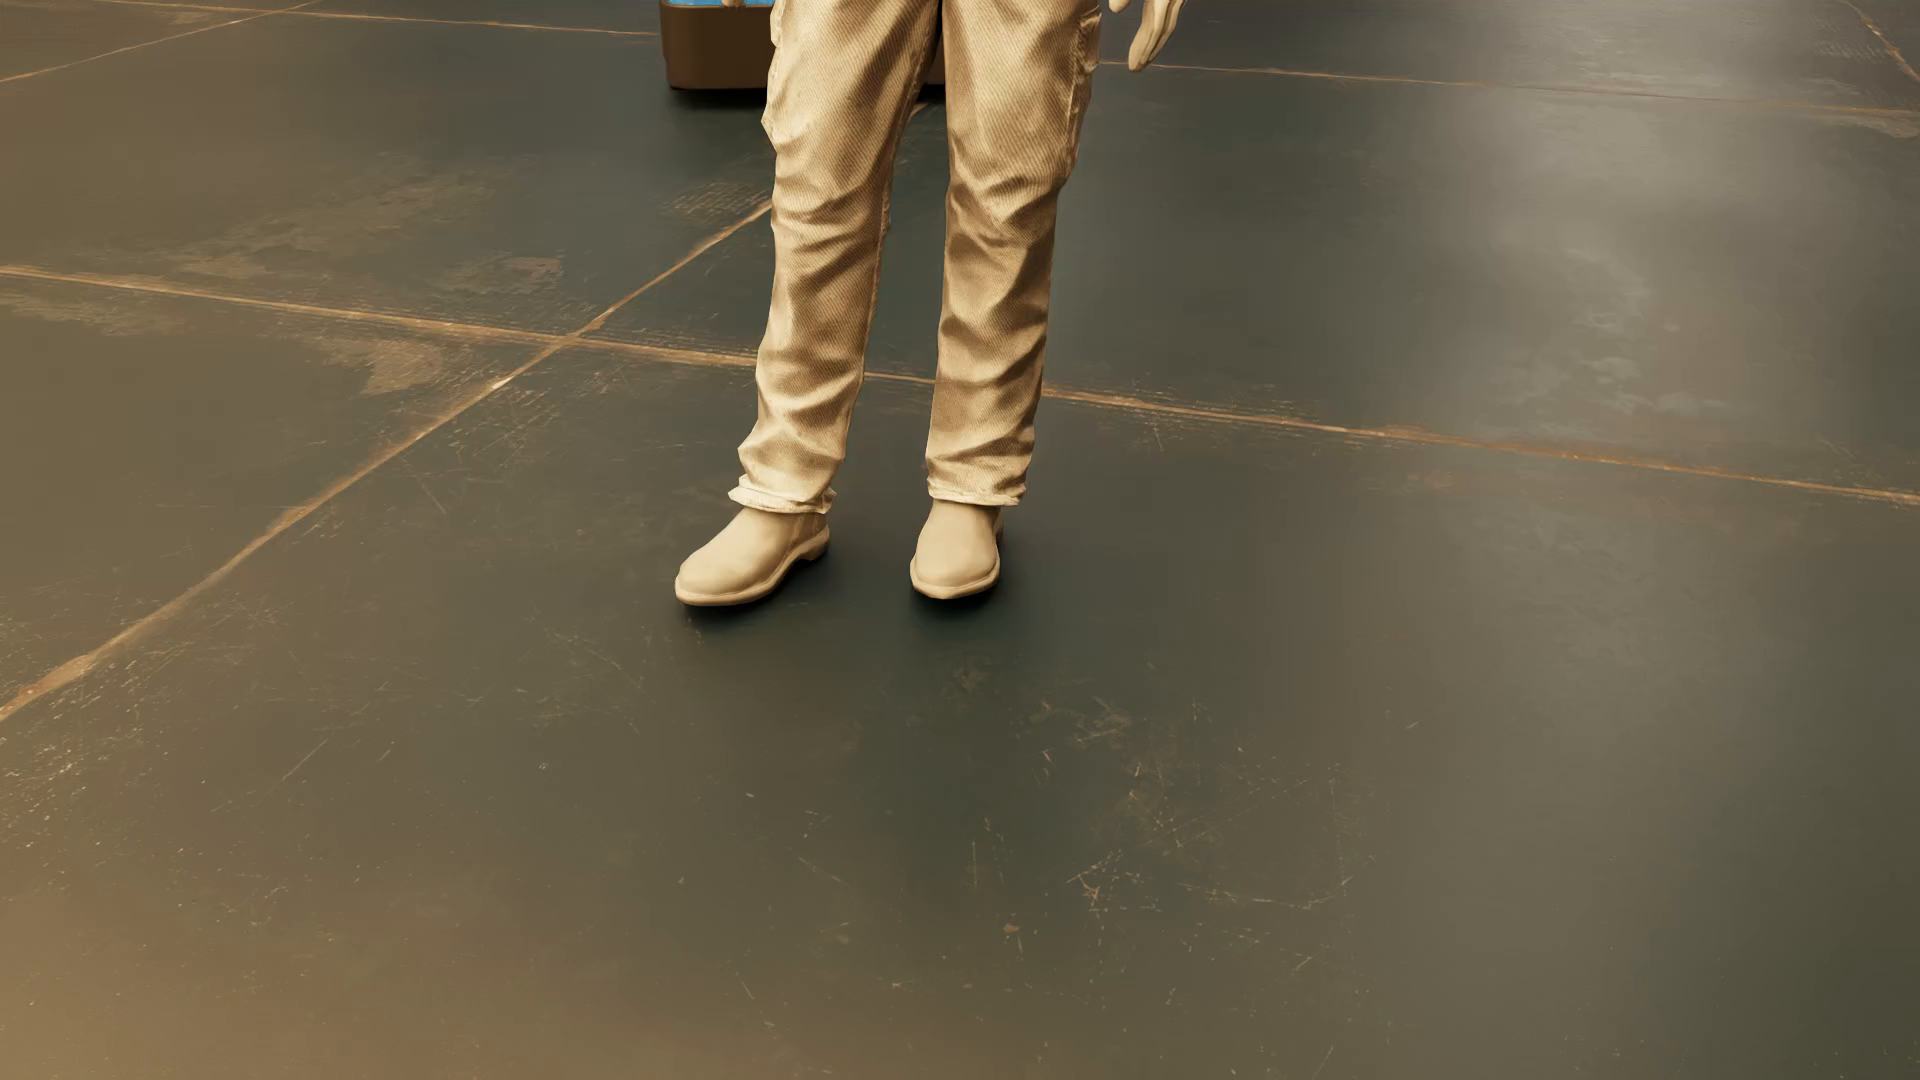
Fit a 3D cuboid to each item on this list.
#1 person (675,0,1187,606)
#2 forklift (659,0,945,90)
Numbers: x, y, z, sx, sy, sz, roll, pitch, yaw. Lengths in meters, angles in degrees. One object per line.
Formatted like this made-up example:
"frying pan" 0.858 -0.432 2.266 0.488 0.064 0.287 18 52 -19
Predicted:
"person" -0.031 -0.771 2.033 0.656 1.782 0.576 8 28 16
"forklift" -0.499 -3.297 5.737 1.130 2.935 3.031 -2 27 -5
